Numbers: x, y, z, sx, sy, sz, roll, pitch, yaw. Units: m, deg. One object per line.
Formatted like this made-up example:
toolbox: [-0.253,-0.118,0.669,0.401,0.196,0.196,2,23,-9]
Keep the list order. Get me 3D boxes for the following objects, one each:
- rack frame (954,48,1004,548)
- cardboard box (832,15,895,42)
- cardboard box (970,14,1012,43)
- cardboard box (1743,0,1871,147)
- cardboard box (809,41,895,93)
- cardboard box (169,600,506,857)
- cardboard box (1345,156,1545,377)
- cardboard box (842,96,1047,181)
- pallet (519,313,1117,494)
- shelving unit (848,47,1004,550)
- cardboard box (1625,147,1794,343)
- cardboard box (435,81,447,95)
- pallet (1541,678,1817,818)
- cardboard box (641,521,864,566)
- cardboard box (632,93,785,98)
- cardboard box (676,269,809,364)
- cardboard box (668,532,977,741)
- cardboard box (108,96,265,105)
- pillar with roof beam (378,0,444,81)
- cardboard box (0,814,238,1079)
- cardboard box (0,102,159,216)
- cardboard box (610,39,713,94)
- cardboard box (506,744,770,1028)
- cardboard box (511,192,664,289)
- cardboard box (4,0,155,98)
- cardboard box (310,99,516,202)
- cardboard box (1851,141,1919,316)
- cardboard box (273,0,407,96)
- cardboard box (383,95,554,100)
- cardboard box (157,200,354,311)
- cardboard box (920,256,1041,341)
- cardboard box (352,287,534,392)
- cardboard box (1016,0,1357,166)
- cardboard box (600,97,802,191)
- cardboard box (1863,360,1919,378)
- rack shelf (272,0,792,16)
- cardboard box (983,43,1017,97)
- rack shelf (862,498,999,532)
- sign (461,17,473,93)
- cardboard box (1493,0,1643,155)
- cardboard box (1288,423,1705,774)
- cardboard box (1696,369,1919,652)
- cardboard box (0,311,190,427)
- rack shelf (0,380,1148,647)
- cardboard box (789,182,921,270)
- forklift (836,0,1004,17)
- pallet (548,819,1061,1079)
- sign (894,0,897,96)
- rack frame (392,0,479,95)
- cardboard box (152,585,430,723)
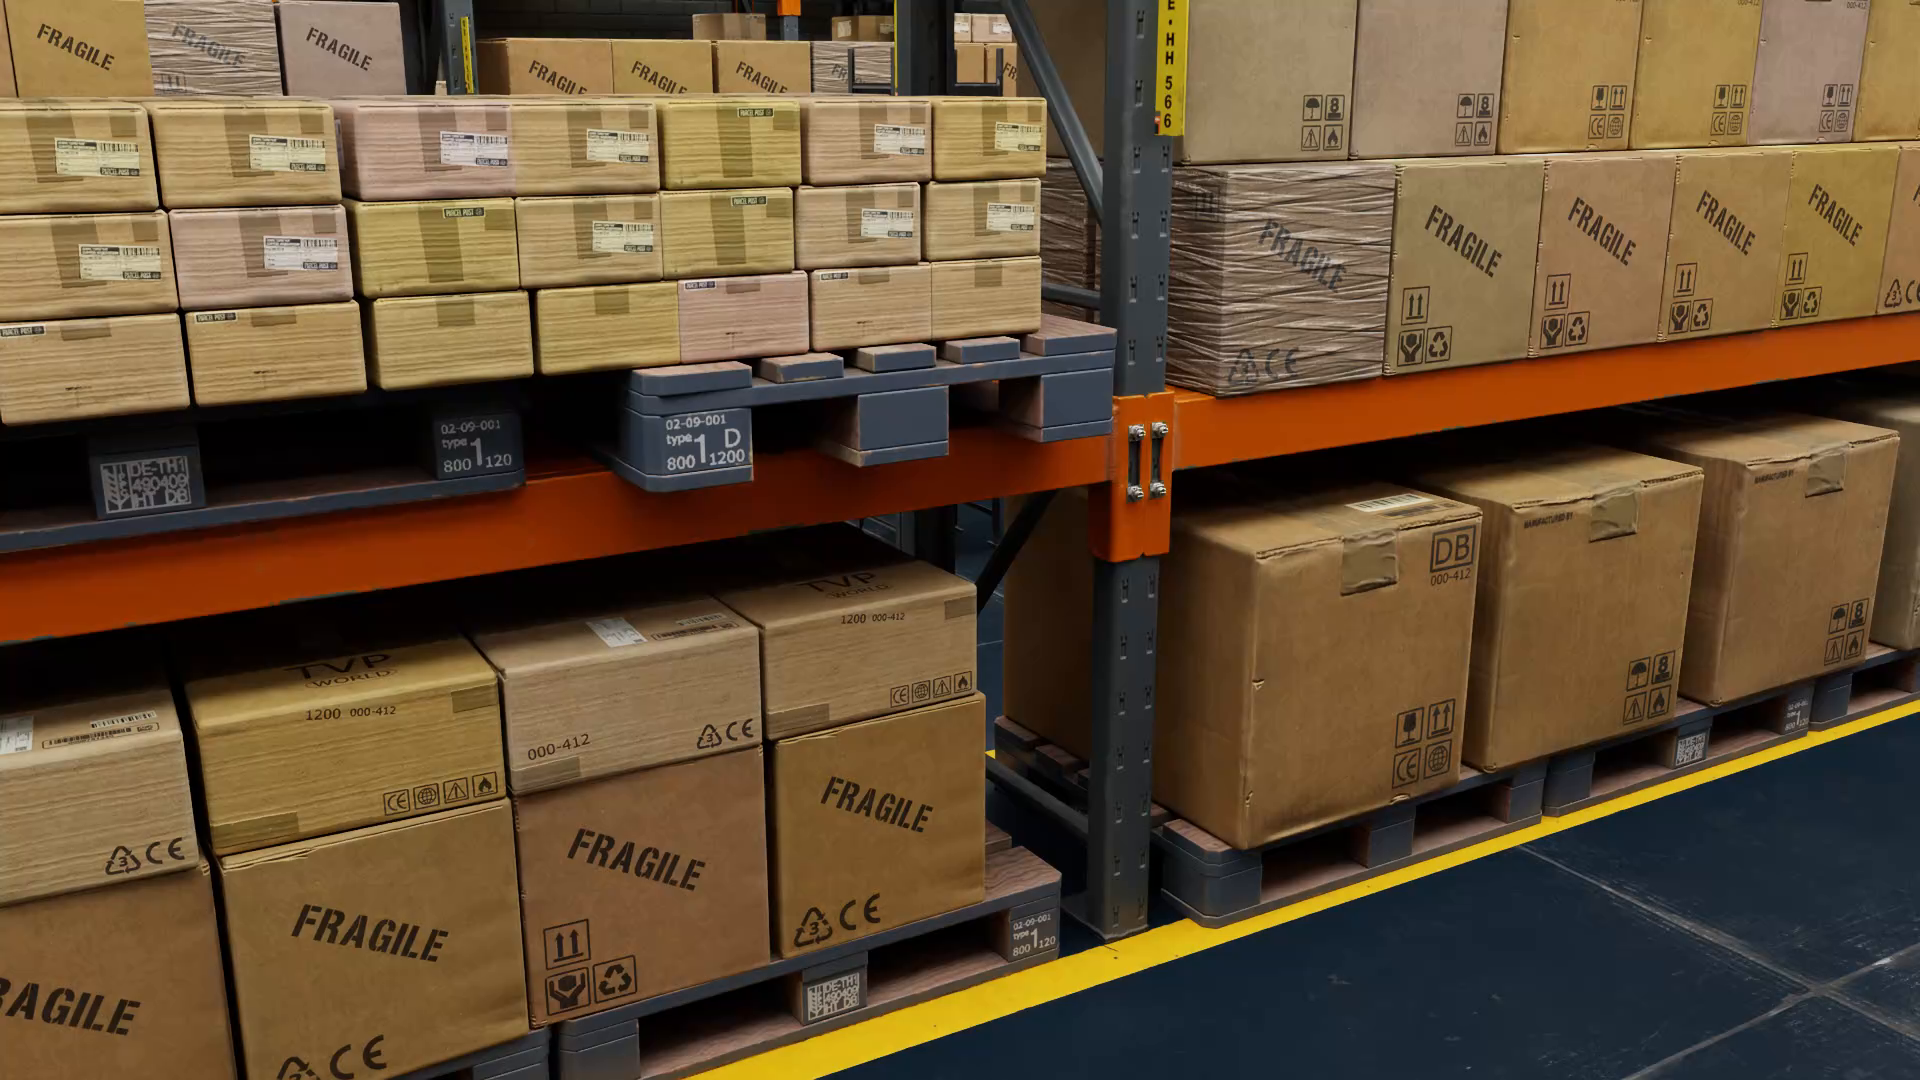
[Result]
rack frame: [0.067,-1.022,7.165,0.015,2.100,0.400,-9,18,-30]
cardboard box: [-0.525,-2.838,9.260,0.250,0.149,0.380,-8,18,-27]
cardboard box: [0.075,-2.781,9.057,0.250,0.149,0.380,-10,18,-31]
cardboard box: [2.278,-1.476,5.081,0.500,0.500,0.700,-9,18,-29]
cardboard box: [-0.658,-2.354,8.736,0.500,0.500,0.500,-10,19,-32]
cardboard box: [-1.177,0.333,3.130,0.500,0.250,0.500,-9,18,-28]
cardboard box: [1.104,-0.723,4.245,0.500,0.500,0.500,-9,18,-30]
cardboard box: [-0.039,-0.797,3.280,0.250,0.149,0.380,-10,19,-32]
pallet: [-0.411,-0.387,3.589,1.003,0.211,1.213,-9,18,-30]
shelving unit: [-0.142,-0.988,7.044,0.503,2.100,0.431,-9,18,-30]
cardboard box: [1.964,-0.861,4.740,0.500,0.500,0.500,-9,18,-30]
cardboard box: [-3.972,-3.337,12.371,0.250,0.149,0.380,-9,18,-29]
pallet: [1.905,0.479,5.310,1.213,0.211,1.003,-9,18,-30]
cardboard box: [-0.570,0.077,4.042,0.500,0.250,0.500,-10,19,-32]
cardboard box: [-0.579,-0.913,3.696,0.250,0.149,0.380,-10,18,-31]
cardboard box: [-0.475,-0.440,3.108,0.250,0.149,0.380,-9,18,-29]
cardboard box: [-0.306,0.193,3.628,0.500,0.250,0.500,-10,18,-31]
cardboard box: [-1.476,-0.768,3.179,0.250,0.149,0.380,-9,18,-28]
pillar with roof beam: [-2.180,-5.165,9.162,0.400,9.000,9.100,-9,18,-30]
cardboard box: [-1.619,0.763,2.983,0.500,0.500,0.500,-9,18,-29]
cardboard box: [-1.372,-0.581,2.512,0.250,0.149,0.380,-9,18,-28]
cardboard box: [-1.543,-2.211,8.226,0.500,0.500,0.500,-8,18,-27]
cardboard box: [-0.731,0.622,3.488,0.500,0.500,0.500,-8,18,-27]
cardboard box: [-0.710,-0.544,2.930,0.250,0.149,0.380,-9,18,-30]
cardboard box: [-3.664,-1.991,6.917,0.500,0.500,0.500,-9,18,-30]
cardboard box: [-0.916,-0.656,2.777,0.250,0.149,0.380,-9,18,-30]
cardboard box: [2.831,-1.003,5.244,0.500,0.500,0.500,-9,18,-30]
cardboard box: [-2.799,-2.132,7.419,0.500,0.500,0.500,-10,18,-31]
cardboard box: [-1.019,-0.844,3.447,0.250,0.149,0.380,-10,19,-32]
cardboard box: [-1.148,-0.474,2.679,0.250,0.149,0.380,-9,18,-28]
cardboard box: [-0.041,-0.509,3.357,0.250,0.149,0.380,-9,18,-29]
cardboard box: [-0.920,-0.368,2.852,0.250,0.149,0.380,-10,19,-32]
cardboard box: [0.535,-1.193,4.070,0.500,0.500,0.700,-9,18,-30]
cardboard box: [-0.480,-0.726,3.027,0.250,0.149,0.380,-9,18,-28]
cardboard box: [4.149,-0.410,6.472,0.875,0.875,0.875,-9,18,-29]
rack shelf: [-3.336,-4.258,12.819,4.000,0.370,1.077,-9,18,-30]
cardboard box: [0.236,-2.497,9.247,0.500,0.500,0.500,-9,18,-29]
rack shelf: [-0.142,-0.301,7.237,0.480,0.518,0.431,-9,18,-30]
sign: [-2.202,-2.164,7.427,0.005,0.325,0.100,-9,18,-30]
cardboard box: [1.407,-1.335,4.578,0.500,0.500,0.700,-10,18,-31]
cardboard box: [1.461,0.092,4.915,0.750,0.750,1.050,-9,18,-29]
cardboard box: [3.088,-0.171,5.853,0.750,0.750,1.050,-9,18,-30]
cardboard box: [-1.375,-0.294,2.588,0.250,0.149,0.380,-10,19,-32]
rack shelf: [-1.569,0.021,3.109,4.000,0.370,1.077,-9,18,-30]
cardboard box: [-0.271,-0.616,3.187,0.250,0.149,0.380,-8,18,-28]
forklift: [-0.075,-2.863,12.194,3.031,2.935,1.130,-12,19,-36]
pallet: [-0.525,0.848,3.994,1.213,0.211,1.003,-9,18,-30]
sign: [-0.143,-1.289,4.304,0.005,0.325,0.100,-9,18,-30]
rack frame: [-2.490,-1.734,8.040,0.127,3.000,1.000,-9,18,-30]
cardboard box: [-1.436,0.213,3.555,0.500,0.250,0.500,-9,18,-29]
